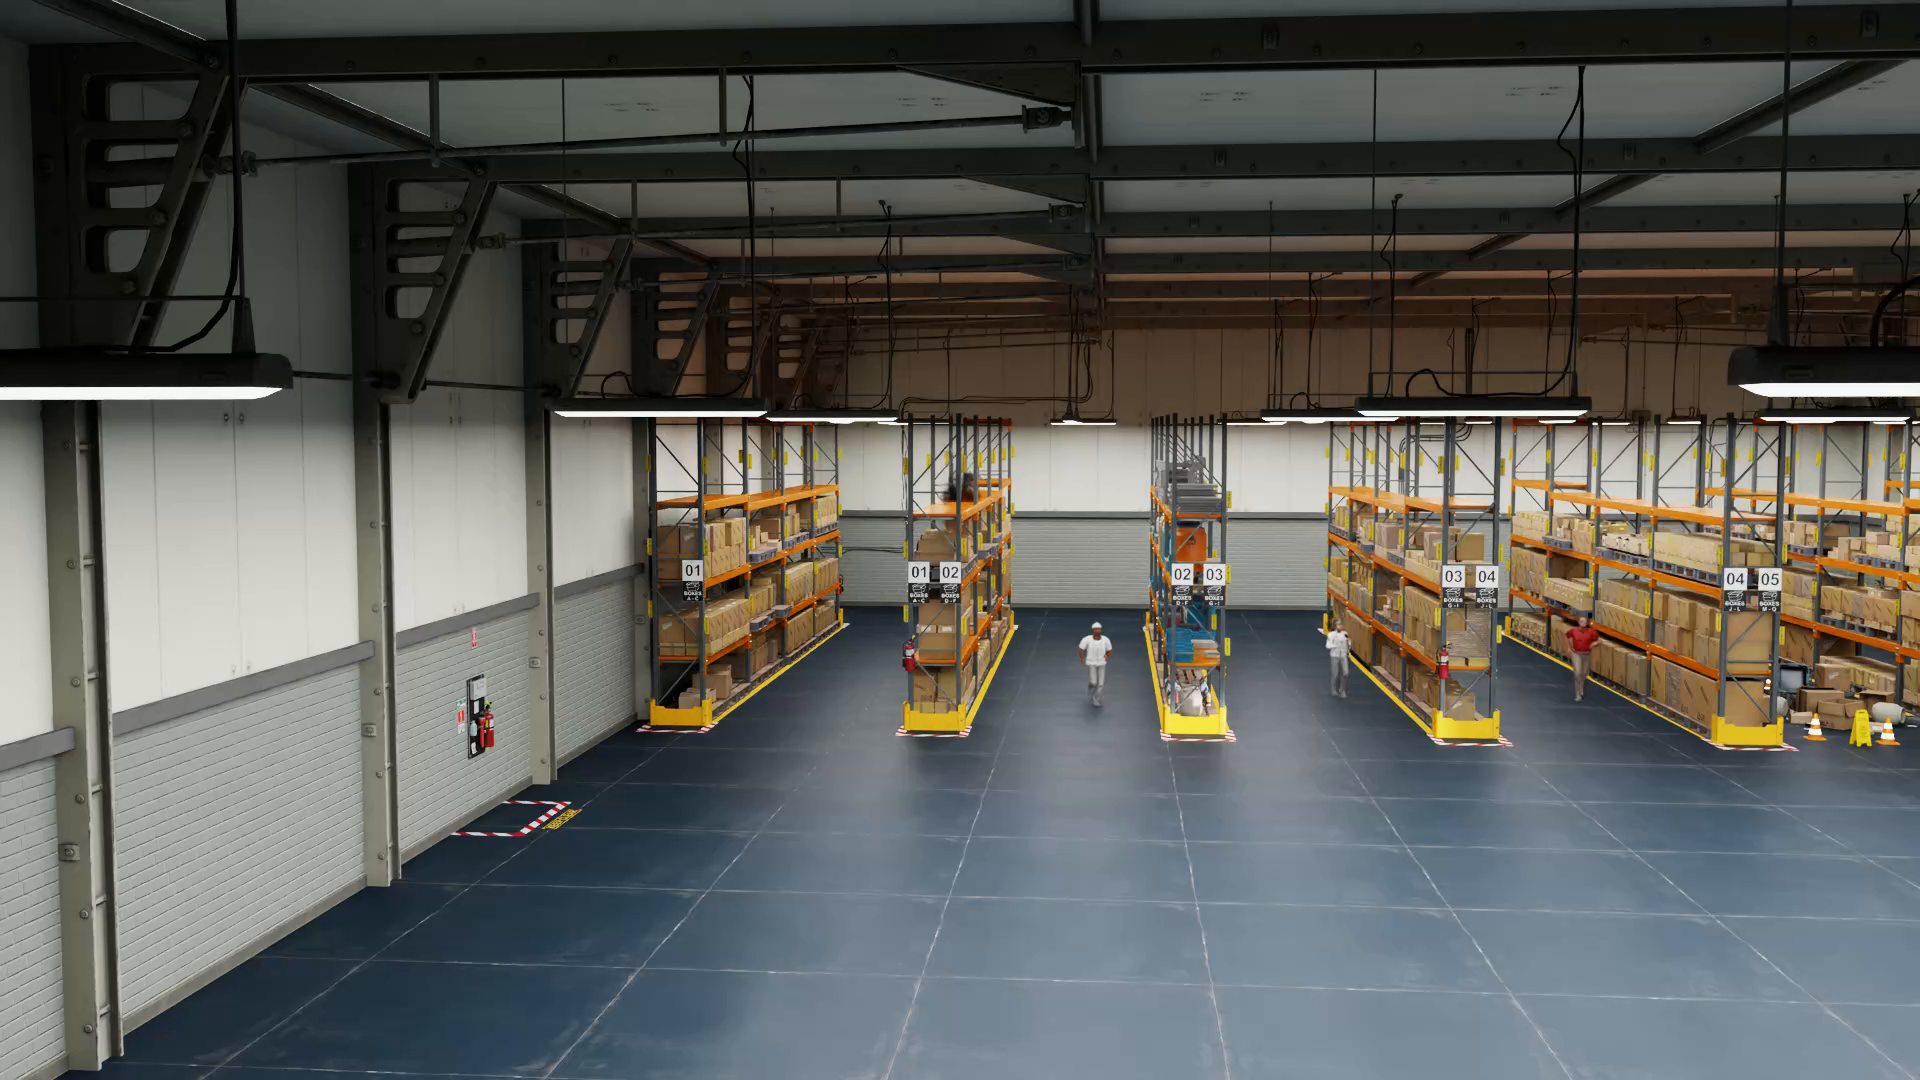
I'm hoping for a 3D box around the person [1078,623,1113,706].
[{"bbox_3d":[2.809,2.559,34.209,0.698,1.720,0.576,0,4,-6],"label":"person"}]

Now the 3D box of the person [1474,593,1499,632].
[{"bbox_3d":[13.711,1.940,43.421,0.713,1.739,0.665,1,4,12],"label":"person"}]

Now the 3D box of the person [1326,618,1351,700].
[{"bbox_3d":[8.036,2.511,35.208,0.592,1.734,0.684,0,4,-1],"label":"person"}]

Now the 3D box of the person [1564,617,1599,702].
[{"bbox_3d":[13.165,2.499,35.180,0.650,1.773,0.832,0,4,7],"label":"person"}]
